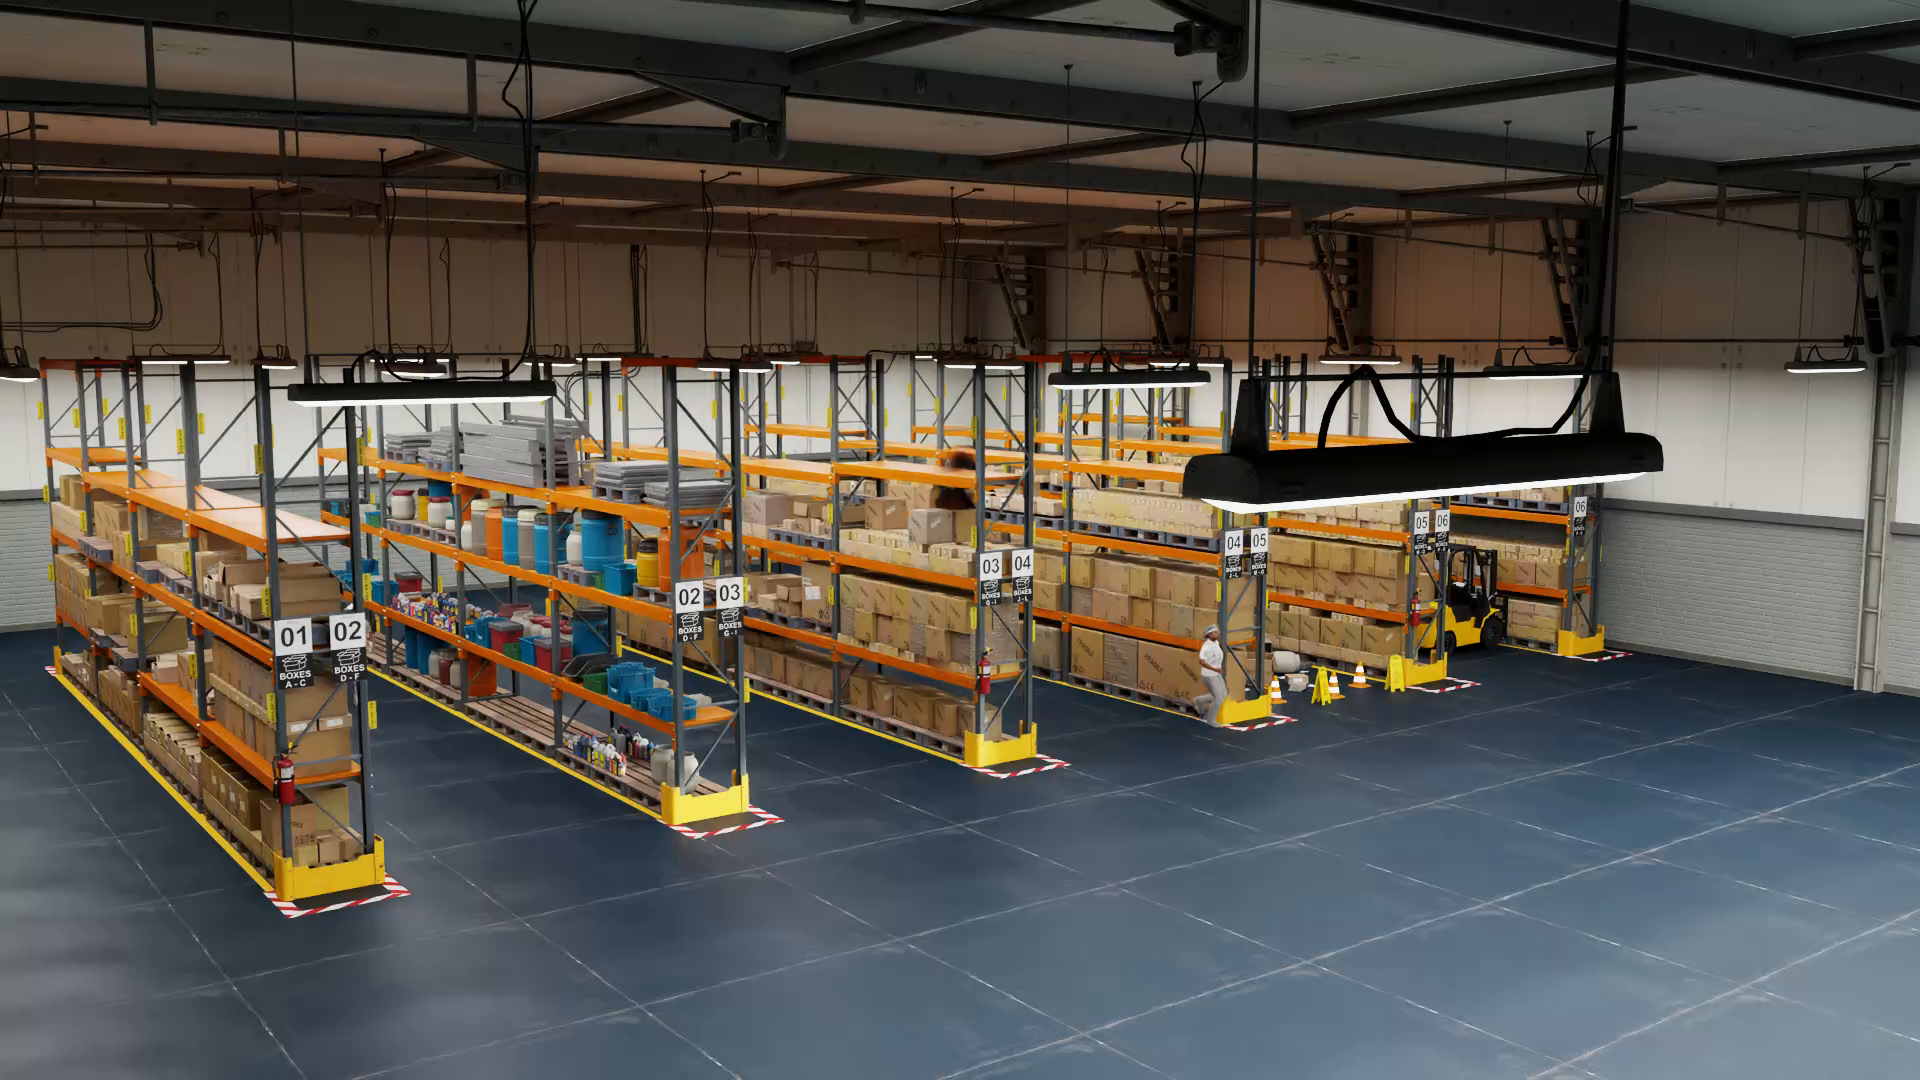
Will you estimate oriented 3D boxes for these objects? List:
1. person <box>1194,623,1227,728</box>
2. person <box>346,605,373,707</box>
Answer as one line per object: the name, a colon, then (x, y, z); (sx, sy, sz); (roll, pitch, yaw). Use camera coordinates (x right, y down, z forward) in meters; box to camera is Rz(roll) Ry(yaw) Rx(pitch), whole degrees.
person: (3.994, 2.147, 26.519); (0.536, 1.664, 0.611); (3, 8, 26)
person: (-10.581, 1.991, 29.039); (0.684, 1.768, 0.760); (-4, 8, -32)
